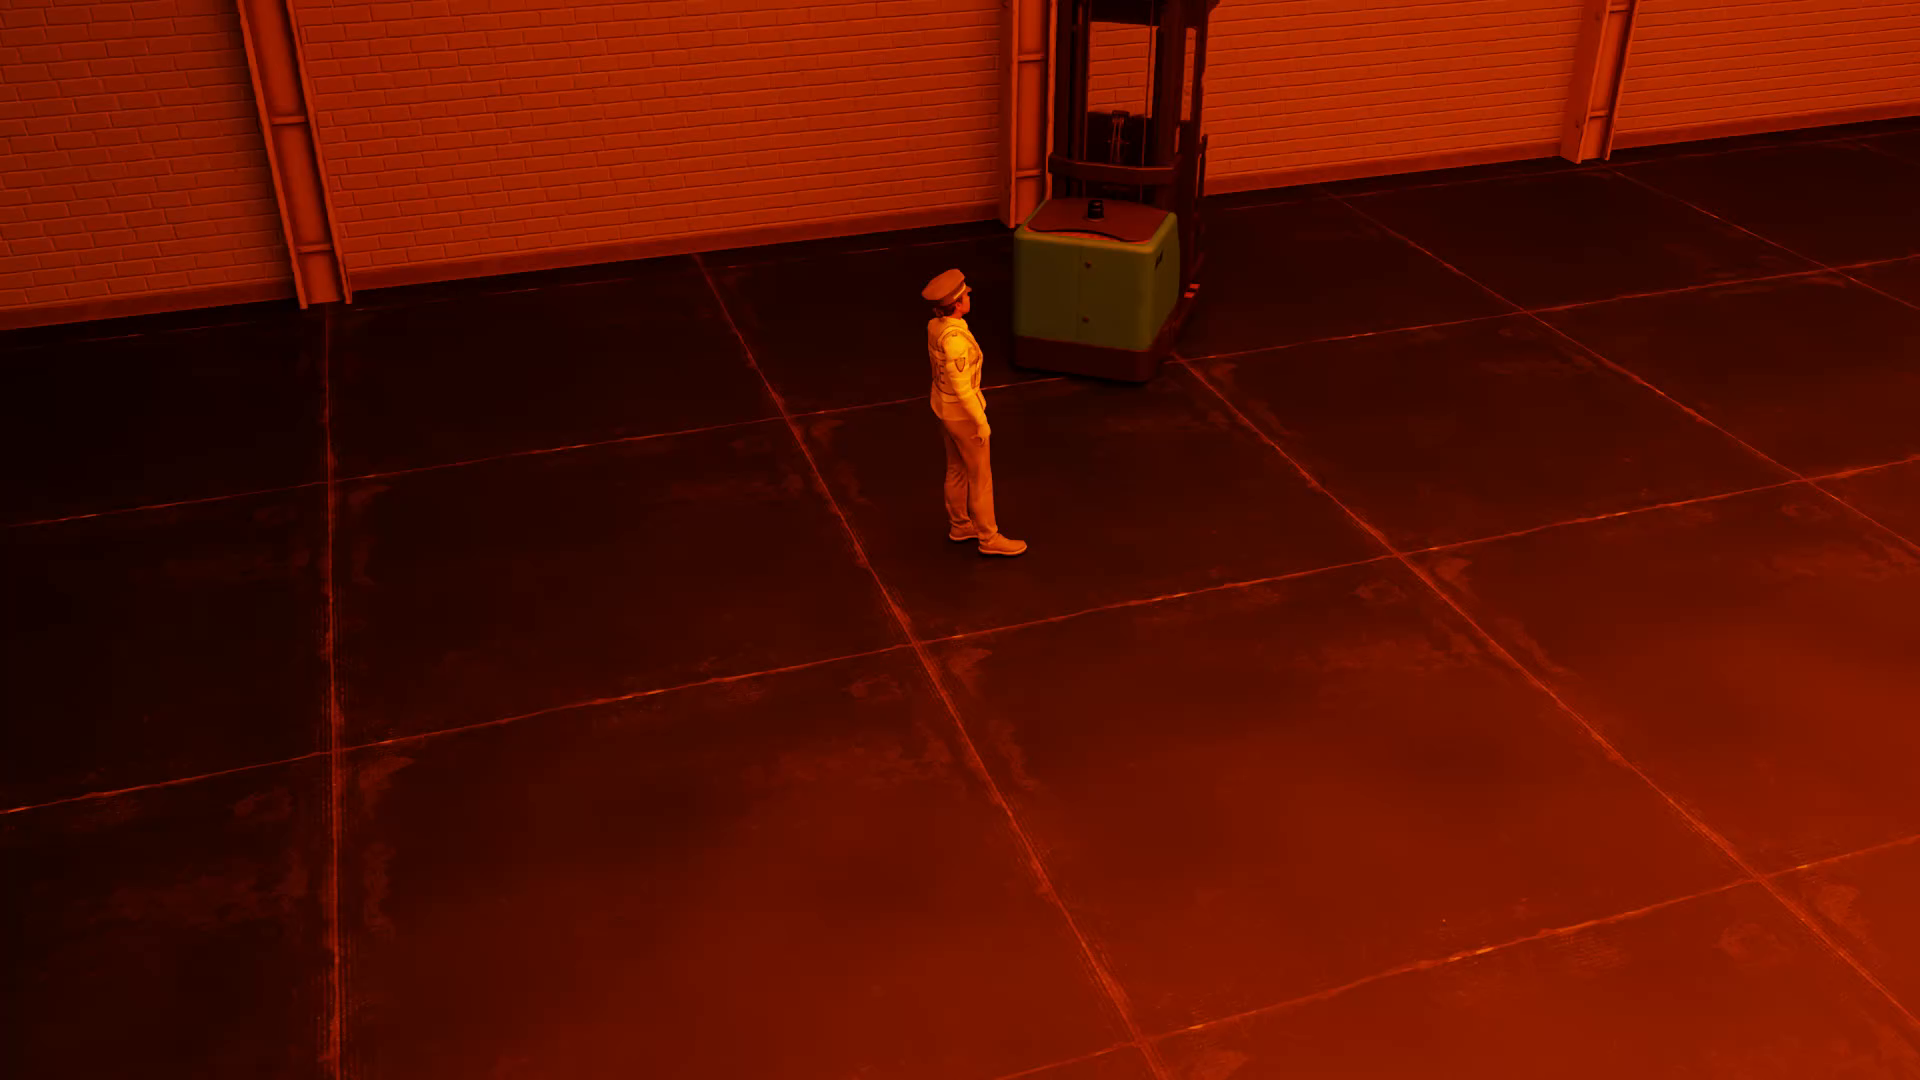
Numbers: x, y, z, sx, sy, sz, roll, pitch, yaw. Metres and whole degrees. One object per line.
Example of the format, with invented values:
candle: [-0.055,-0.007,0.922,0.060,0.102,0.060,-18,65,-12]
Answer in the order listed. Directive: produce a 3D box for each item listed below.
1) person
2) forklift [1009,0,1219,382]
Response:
person: [0.066,-0.748,9.613,0.534,1.696,0.587,-10,31,-16]
forklift: [1.308,-3.115,12.502,1.130,2.935,3.031,9,31,16]
